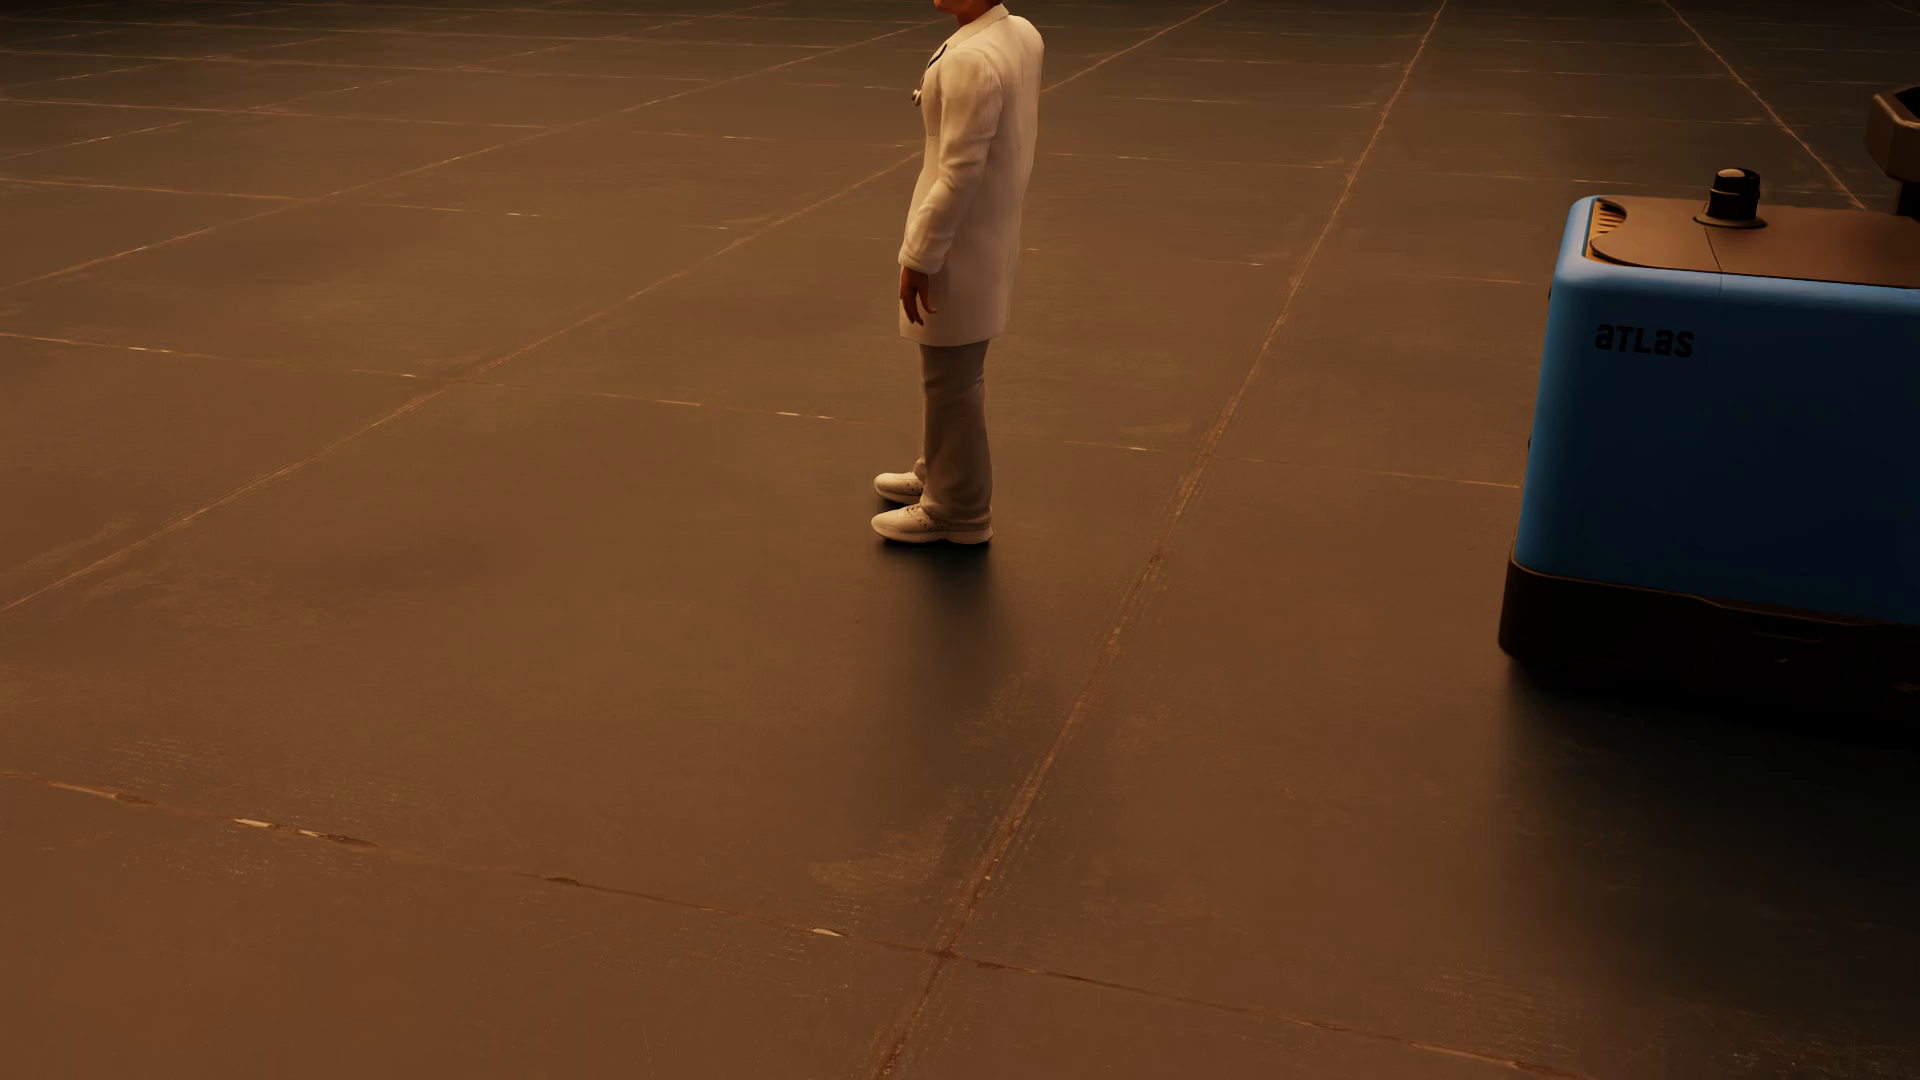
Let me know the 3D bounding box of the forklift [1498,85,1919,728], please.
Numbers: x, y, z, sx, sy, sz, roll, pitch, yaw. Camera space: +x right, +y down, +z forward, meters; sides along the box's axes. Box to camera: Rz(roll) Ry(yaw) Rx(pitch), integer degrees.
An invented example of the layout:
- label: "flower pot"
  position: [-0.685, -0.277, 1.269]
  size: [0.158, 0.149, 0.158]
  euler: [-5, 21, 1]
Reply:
- label: "forklift"
  position: [2.956, -0.969, 3.626]
  size: [3.031, 2.935, 1.130]
  euler: [8, 24, 19]

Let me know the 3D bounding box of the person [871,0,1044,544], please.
- label: "person"
  position: [-0.086, -0.840, 4.807]
  size: [0.578, 1.778, 0.698]
  euler: [7, 23, 16]
